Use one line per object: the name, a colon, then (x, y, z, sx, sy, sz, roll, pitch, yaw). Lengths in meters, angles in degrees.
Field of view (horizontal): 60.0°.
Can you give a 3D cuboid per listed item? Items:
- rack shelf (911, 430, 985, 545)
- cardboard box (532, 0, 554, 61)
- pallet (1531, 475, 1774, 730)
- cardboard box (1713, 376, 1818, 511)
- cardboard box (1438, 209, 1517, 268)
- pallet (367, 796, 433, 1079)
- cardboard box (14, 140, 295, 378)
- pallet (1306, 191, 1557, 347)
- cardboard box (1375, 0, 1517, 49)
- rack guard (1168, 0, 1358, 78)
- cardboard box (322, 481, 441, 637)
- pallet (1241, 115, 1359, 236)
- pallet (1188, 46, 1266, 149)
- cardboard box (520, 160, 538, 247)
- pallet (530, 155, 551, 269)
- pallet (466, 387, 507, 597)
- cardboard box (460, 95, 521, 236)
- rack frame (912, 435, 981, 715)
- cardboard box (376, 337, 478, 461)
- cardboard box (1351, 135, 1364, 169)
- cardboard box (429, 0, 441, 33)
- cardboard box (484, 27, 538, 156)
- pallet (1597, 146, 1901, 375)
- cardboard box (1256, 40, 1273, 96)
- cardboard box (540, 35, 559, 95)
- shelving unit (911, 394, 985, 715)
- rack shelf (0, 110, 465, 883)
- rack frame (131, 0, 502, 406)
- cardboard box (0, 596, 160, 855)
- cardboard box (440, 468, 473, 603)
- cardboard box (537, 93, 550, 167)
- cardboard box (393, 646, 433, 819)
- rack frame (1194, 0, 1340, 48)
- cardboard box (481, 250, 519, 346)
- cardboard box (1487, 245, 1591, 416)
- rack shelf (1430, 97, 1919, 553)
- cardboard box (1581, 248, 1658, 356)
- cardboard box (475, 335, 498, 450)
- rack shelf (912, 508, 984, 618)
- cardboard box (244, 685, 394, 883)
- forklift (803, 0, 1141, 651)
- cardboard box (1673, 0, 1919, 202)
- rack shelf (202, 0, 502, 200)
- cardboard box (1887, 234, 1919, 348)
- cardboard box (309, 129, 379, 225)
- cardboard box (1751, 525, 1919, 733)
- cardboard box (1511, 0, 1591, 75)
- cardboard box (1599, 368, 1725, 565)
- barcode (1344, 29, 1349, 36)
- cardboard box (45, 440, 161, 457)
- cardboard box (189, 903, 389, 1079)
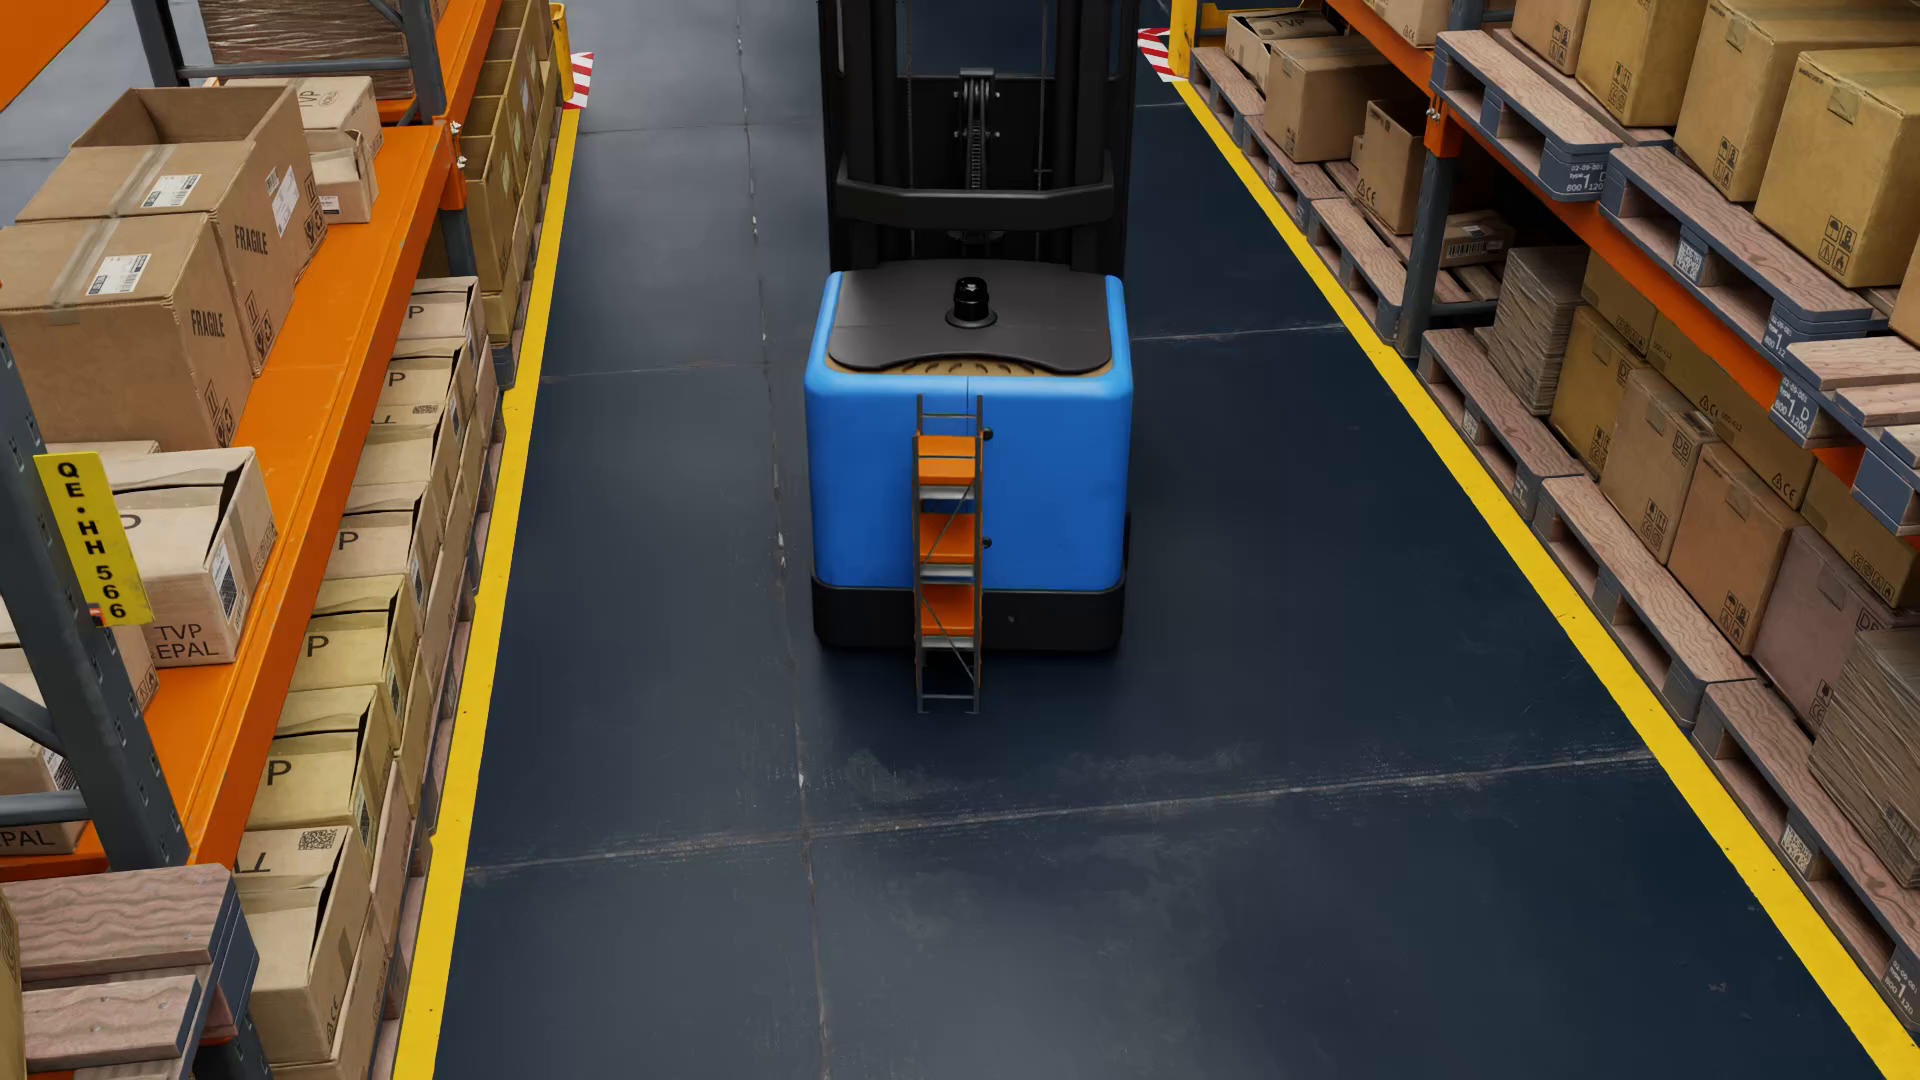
rack shelf: (-0.035, -0.162, 5.071, 0.215, 0.259, 0.240, 1, 34, 2)
cardboard box: (-2.611, -3.039, 9.448, 0.500, 0.500, 0.500, -4, 35, -6)
pallet: (2.742, 0.155, 5.835, 1.003, 0.211, 1.213, -4, 35, -6)
cardboard box: (2.769, -0.347, 5.259, 0.500, 0.250, 0.500, -5, 35, -7)
cardboard box: (2.366, -1.421, 7.797, 0.380, 0.166, 0.250, -9, 35, -13)
pallet: (-1.974, 1.186, 4.323, 1.003, 0.211, 1.213, -4, 35, -6)
cardboard box: (-2.215, -0.774, 4.634, 0.500, 0.500, 0.500, -4, 35, -6)
pallet: (2.343, -1.333, 8.019, 1.003, 0.211, 1.213, -4, 35, -6)
cardboard box: (2.104, -2.301, 7.079, 0.500, 0.250, 0.500, -4, 35, -6)
rack guard: (1.940, -3.270, 10.605, 1.175, 0.500, 0.348, -4, 35, -6)
cardboard box: (-1.897, 0.048, 5.086, 0.500, 0.311, 0.500, -5, 35, -7)
pallet: (2.175, -2.016, 9.020, 1.003, 0.211, 1.213, -4, 35, -6)
pallet: (2.015, -2.695, 10.017, 1.003, 0.211, 1.213, -4, 35, -6)
cardboard box: (-2.326, -1.614, 8.024, 0.500, 0.250, 0.500, -4, 35, -6)
pallet: (-2.673, -1.713, 8.577, 1.003, 0.211, 1.213, -4, 35, -6)
pallet: (-2.302, -0.176, 6.321, 1.003, 0.211, 1.213, -4, 35, -6)
cardboard box: (-2.267, -1.644, 7.402, 0.500, 0.500, 0.500, -4, 35, -6)
rack frame: (-0.039, 0.132, 5.124, 0.200, 1.050, 0.008, 1, 34, 2)
cardboard box: (-2.025, -0.511, 5.907, 0.500, 0.311, 0.500, -3, 34, -5)
cardboard box: (2.273, -2.011, 8.679, 0.380, 0.149, 0.250, -7, 35, -10)
cardboard box: (-2.583, -2.319, 6.900, 0.700, 0.500, 0.500, -5, 35, -7)
cardboard box: (-2.396, -2.203, 8.222, 0.500, 0.500, 0.500, -4, 35, -6)
pallet: (2.699, -0.904, 5.083, 1.003, 0.211, 1.213, -4, 35, -6)
cardboard box: (2.011, -2.705, 9.553, 0.500, 0.311, 0.500, -2, 34, -2)
cardboard box: (-2.613, -2.729, 9.659, 0.500, 0.250, 0.500, -4, 35, -6)
shelving unit: (-0.035, 0.063, 5.225, 0.215, 1.050, 0.252, 1, 34, 2)
rack shelf: (-2.171, -0.323, 4.699, 1.077, 0.370, 4.000, -4, 35, -6)
rack frame: (-2.440, -1.736, 6.134, 1.000, 3.000, 0.127, -4, 35, -6)
cardboard box: (-1.908, 0.326, 3.187, 0.500, 0.311, 0.500, -2, 34, -3)
cardboard box: (-1.962, 0.004, 5.650, 0.500, 0.250, 0.500, -4, 34, -5)
cardboard box: (-2.465, -2.172, 8.842, 0.500, 0.250, 0.500, -4, 35, -6)
cardboard box: (-1.826, 0.574, 4.813, 0.500, 0.250, 0.500, -5, 35, -8)
rack frame: (1.930, -4.346, 9.963, 1.000, 3.000, 0.127, -4, 35, -6)
cardboard box: (-2.202, -1.055, 7.204, 0.500, 0.250, 0.500, -4, 35, -6)
cardboard box: (2.584, -0.853, 6.667, 0.700, 0.500, 0.500, -3, 34, -5)
rack shelf: (2.737, -0.700, 5.253, 1.077, 0.370, 4.000, -4, 35, -6)
cardboard box: (2.646, -0.917, 6.096, 0.500, 0.250, 0.500, -5, 35, -7)
cardboard box: (-2.097, -0.564, 6.483, 0.500, 0.250, 0.500, -5, 35, -7)
rack shelf: (-0.035, 0.072, 5.231, 0.215, 0.259, 0.240, 1, 34, 2)
cardboard box: (-1.761, 0.620, 4.248, 0.500, 0.311, 0.500, -5, 35, -8)
forklift: (0.072, -1.639, 6.052, 1.130, 2.935, 3.031, 1, 34, 2)
cardboard box: (2.690, -1.373, 5.121, 0.700, 0.500, 0.500, 0, 34, 0)
rack shelf: (-2.709, -2.555, 7.975, 1.077, 0.370, 4.000, -4, 35, -6)
cardboard box: (2.831, -0.676, 4.099, 0.700, 0.500, 0.500, -8, 35, -11)
cardboard box: (-2.140, -1.204, 5.473, 0.396, 0.266, 0.258, -5, 35, -8)
cardboard box: (2.903, 0.276, 5.011, 0.700, 0.500, 0.500, -4, 35, -6)
cardboard box: (2.503, -2.050, 6.115, 0.700, 0.500, 0.500, -4, 35, -6)
cardboard box: (2.731, -0.281, 5.827, 0.700, 0.500, 0.500, -4, 34, -6)
barcode: (2.333, -3.047, 10.047, 0.001, 0.075, 0.075, -4, 35, -6)
cardboard box: (-2.129, -0.108, 3.968, 0.380, 0.149, 0.250, -2, 34, -3)
cardboard box: (-1.682, 1.144, 3.976, 0.500, 0.250, 0.500, -4, 35, -7)
